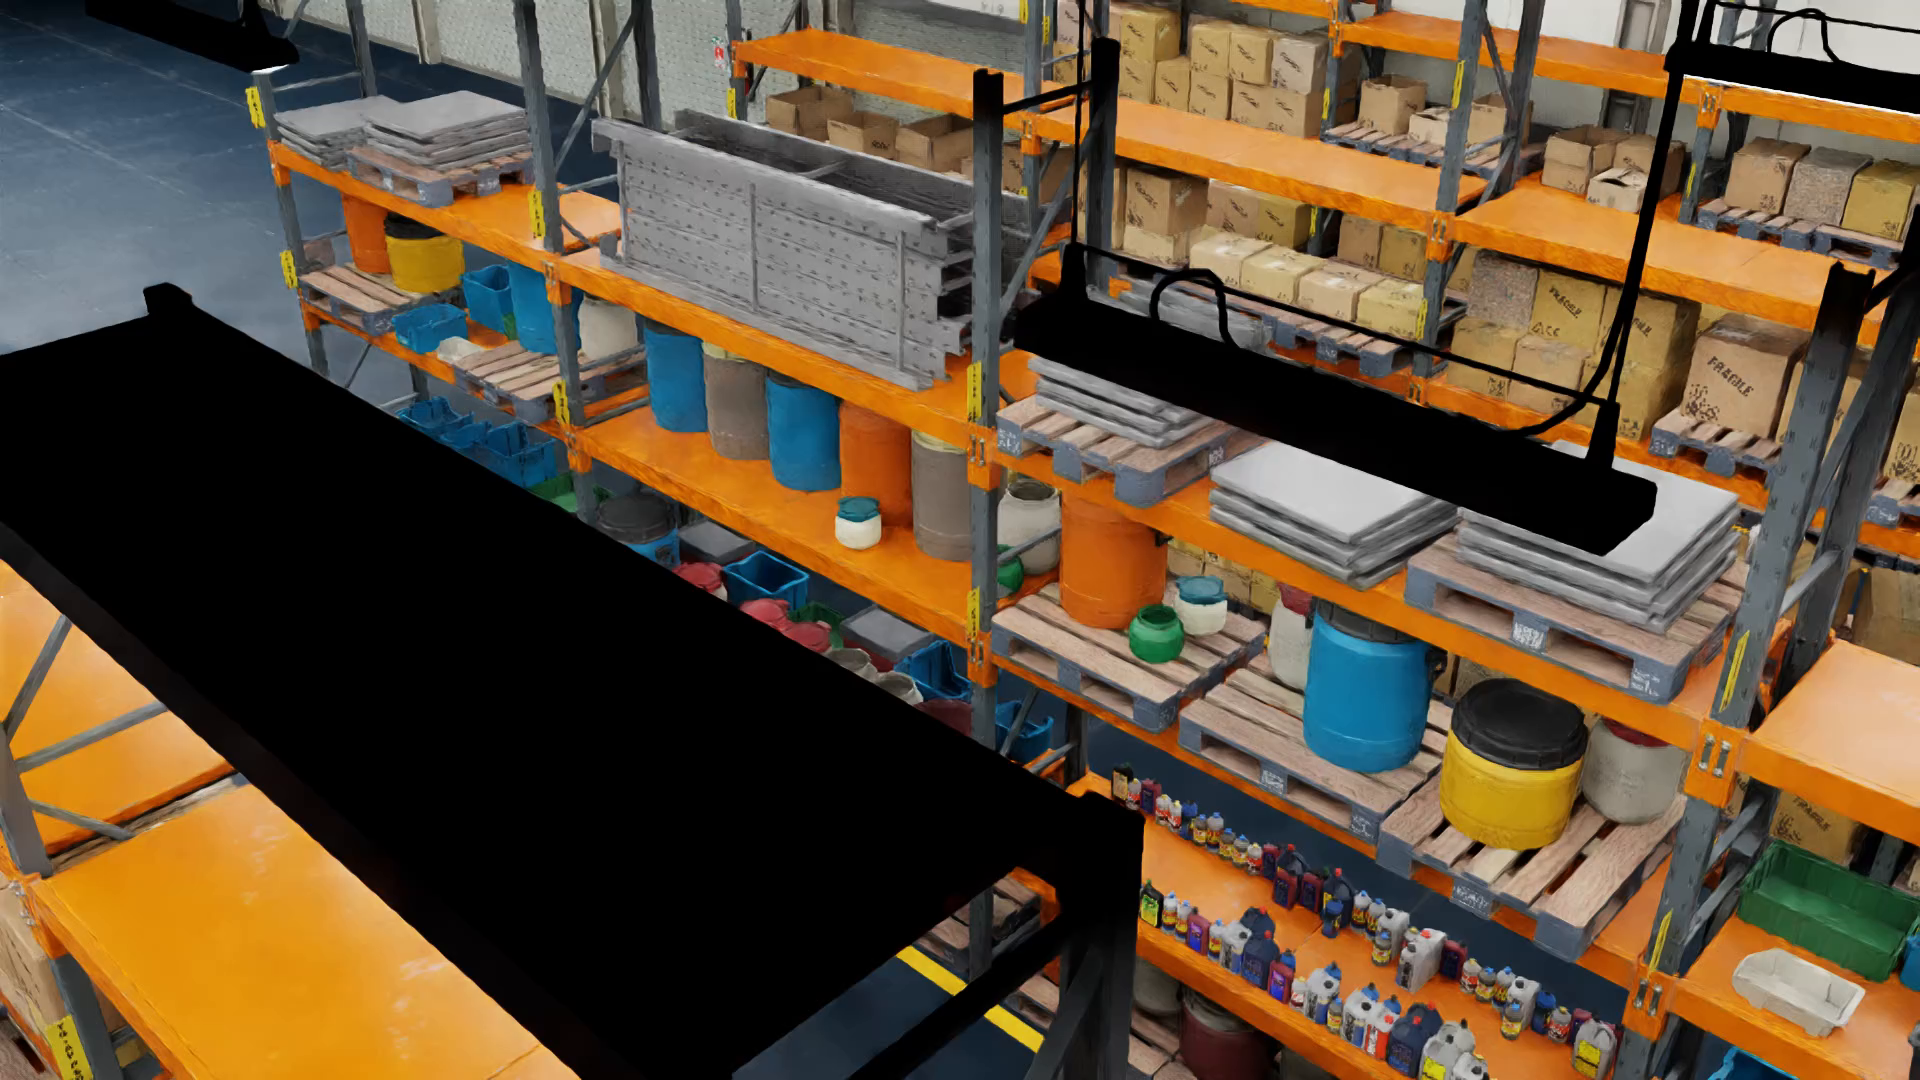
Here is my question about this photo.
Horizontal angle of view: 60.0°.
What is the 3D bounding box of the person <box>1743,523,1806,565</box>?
[{"bbox_3d":[6.706,0.399,13.798,0.532,1.676,0.409,6,30,11],"label":"person"}]
